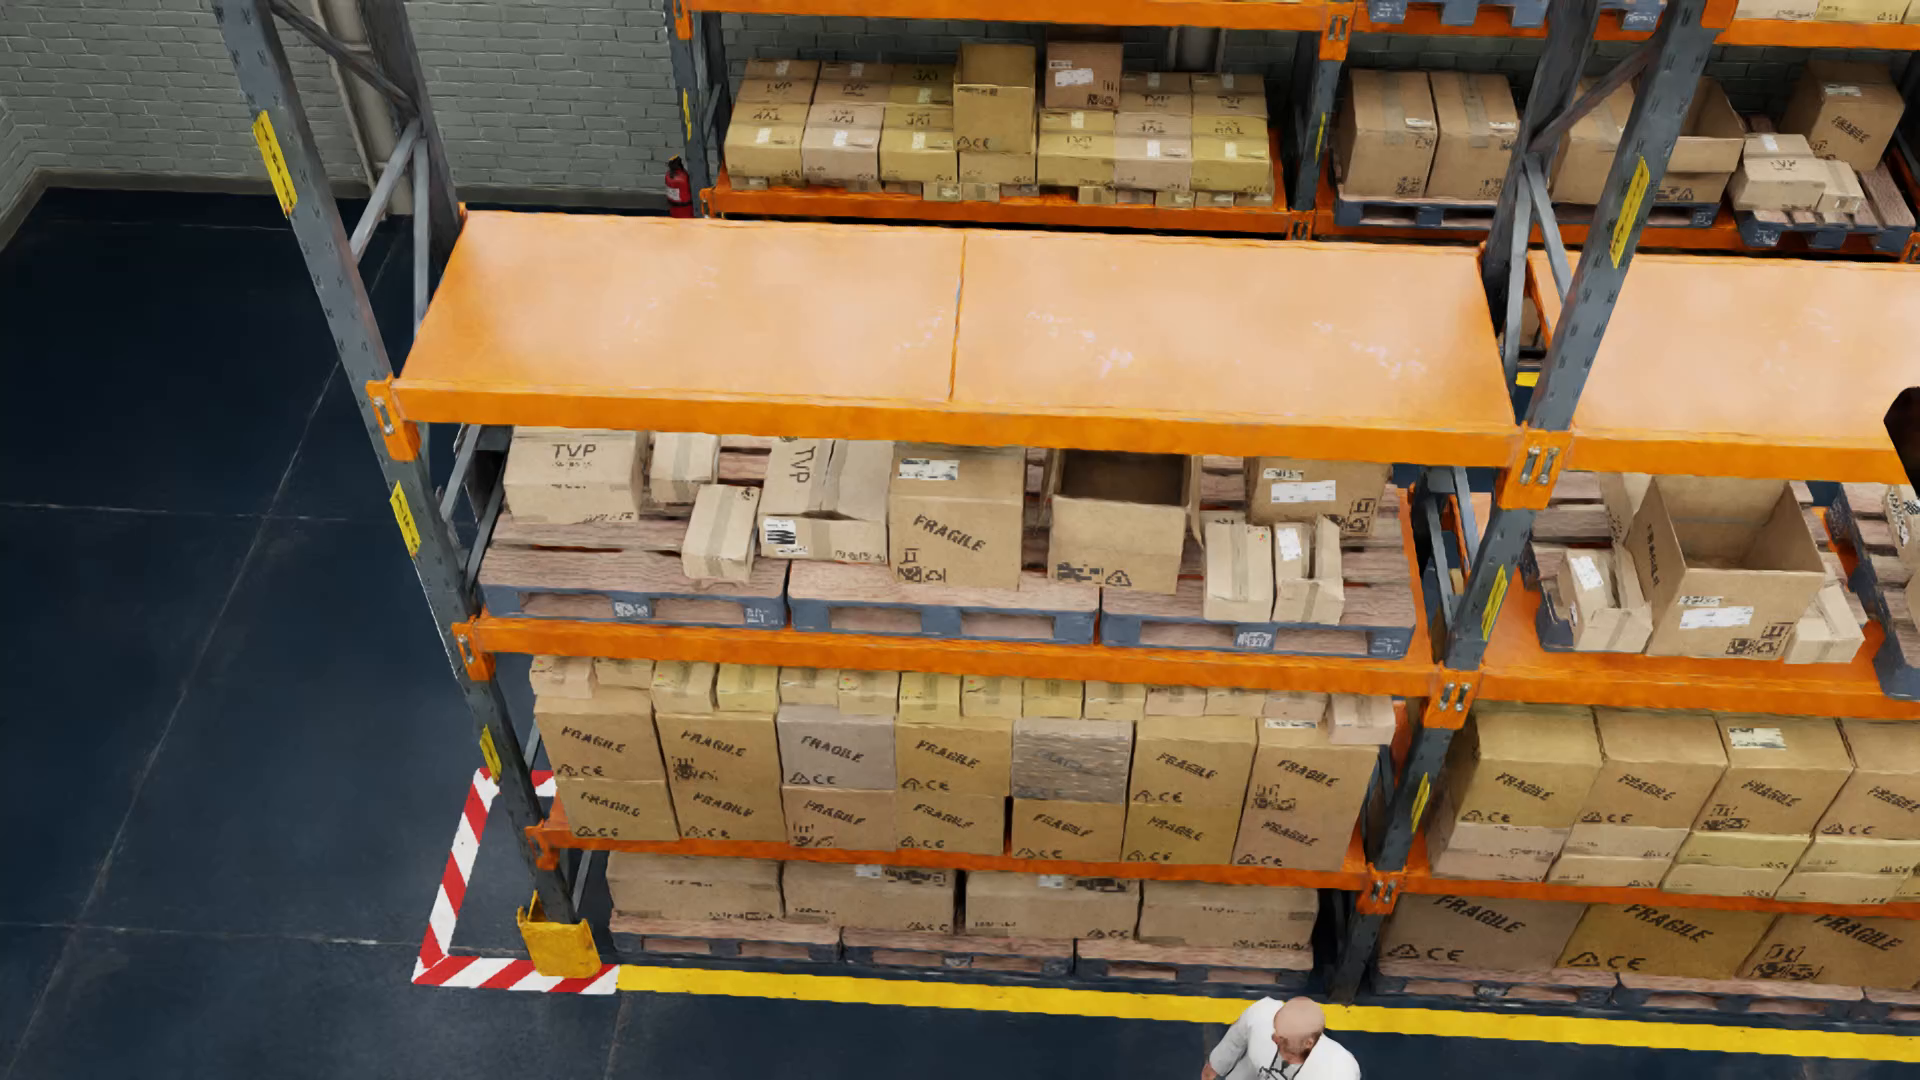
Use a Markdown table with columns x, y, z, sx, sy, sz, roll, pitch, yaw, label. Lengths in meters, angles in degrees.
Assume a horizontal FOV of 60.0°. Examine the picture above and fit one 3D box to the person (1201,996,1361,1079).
| x | y | z | sx | sy | sz | roll | pitch | yaw | label |
| --- | --- | --- | --- | --- | --- | --- | --- | --- | --- |
| 1.357 | 2.489 | 7.273 | 0.677 | 1.767 | 0.636 | 26 | 53 | 22 | person |
